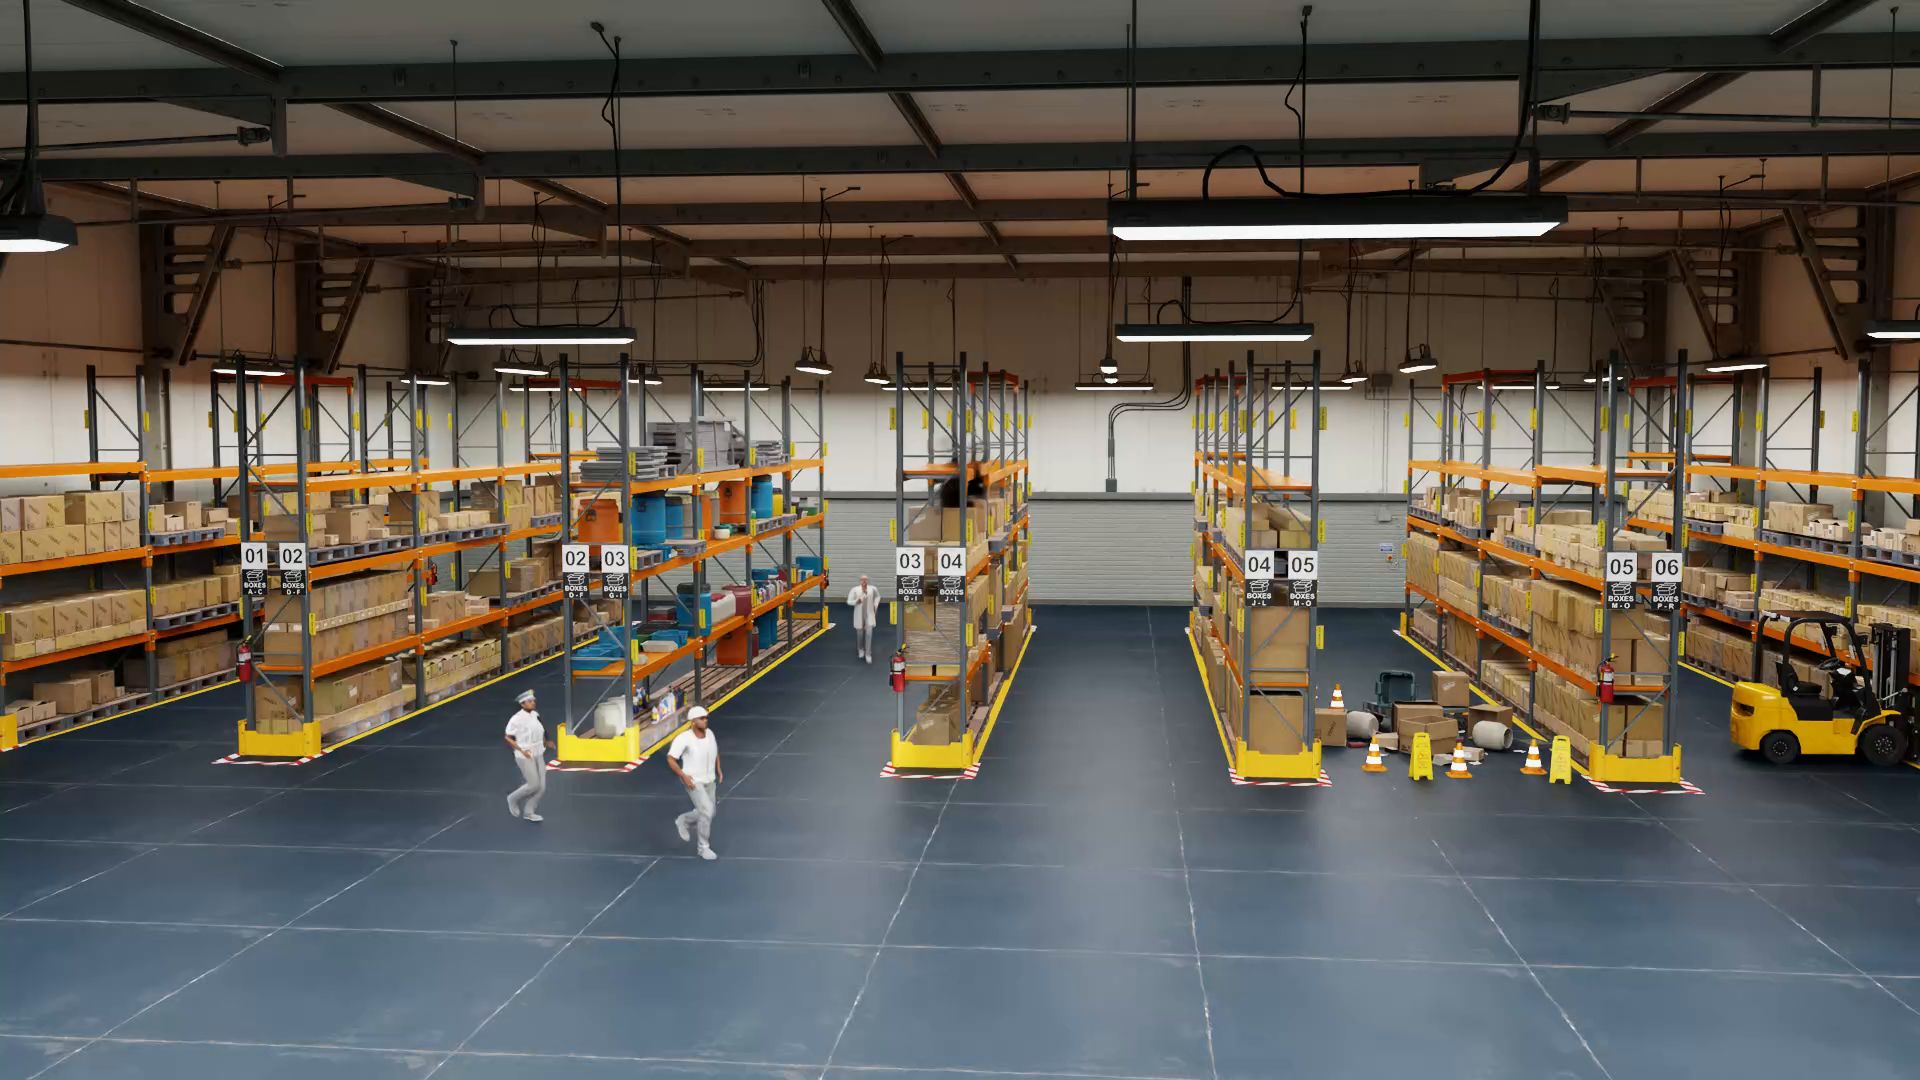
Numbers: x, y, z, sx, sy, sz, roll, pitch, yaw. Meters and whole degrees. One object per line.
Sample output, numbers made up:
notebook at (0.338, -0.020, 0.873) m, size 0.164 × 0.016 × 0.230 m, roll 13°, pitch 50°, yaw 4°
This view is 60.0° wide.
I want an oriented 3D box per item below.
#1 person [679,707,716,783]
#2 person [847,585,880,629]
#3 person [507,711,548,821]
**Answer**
person at (-3.014, 2.355, 19.165) m, size 0.343 × 0.874 × 0.436 m, roll 3°, pitch 5°, yaw 35°
person at (-2.006, 1.385, 34.756) m, size 0.701 × 0.924 × 0.560 m, roll 0°, pitch 4°, yaw -6°
person at (-5.404, 2.826, 20.861) m, size 0.510 × 1.384 × 0.411 m, roll 2°, pitch 5°, yaw 26°
